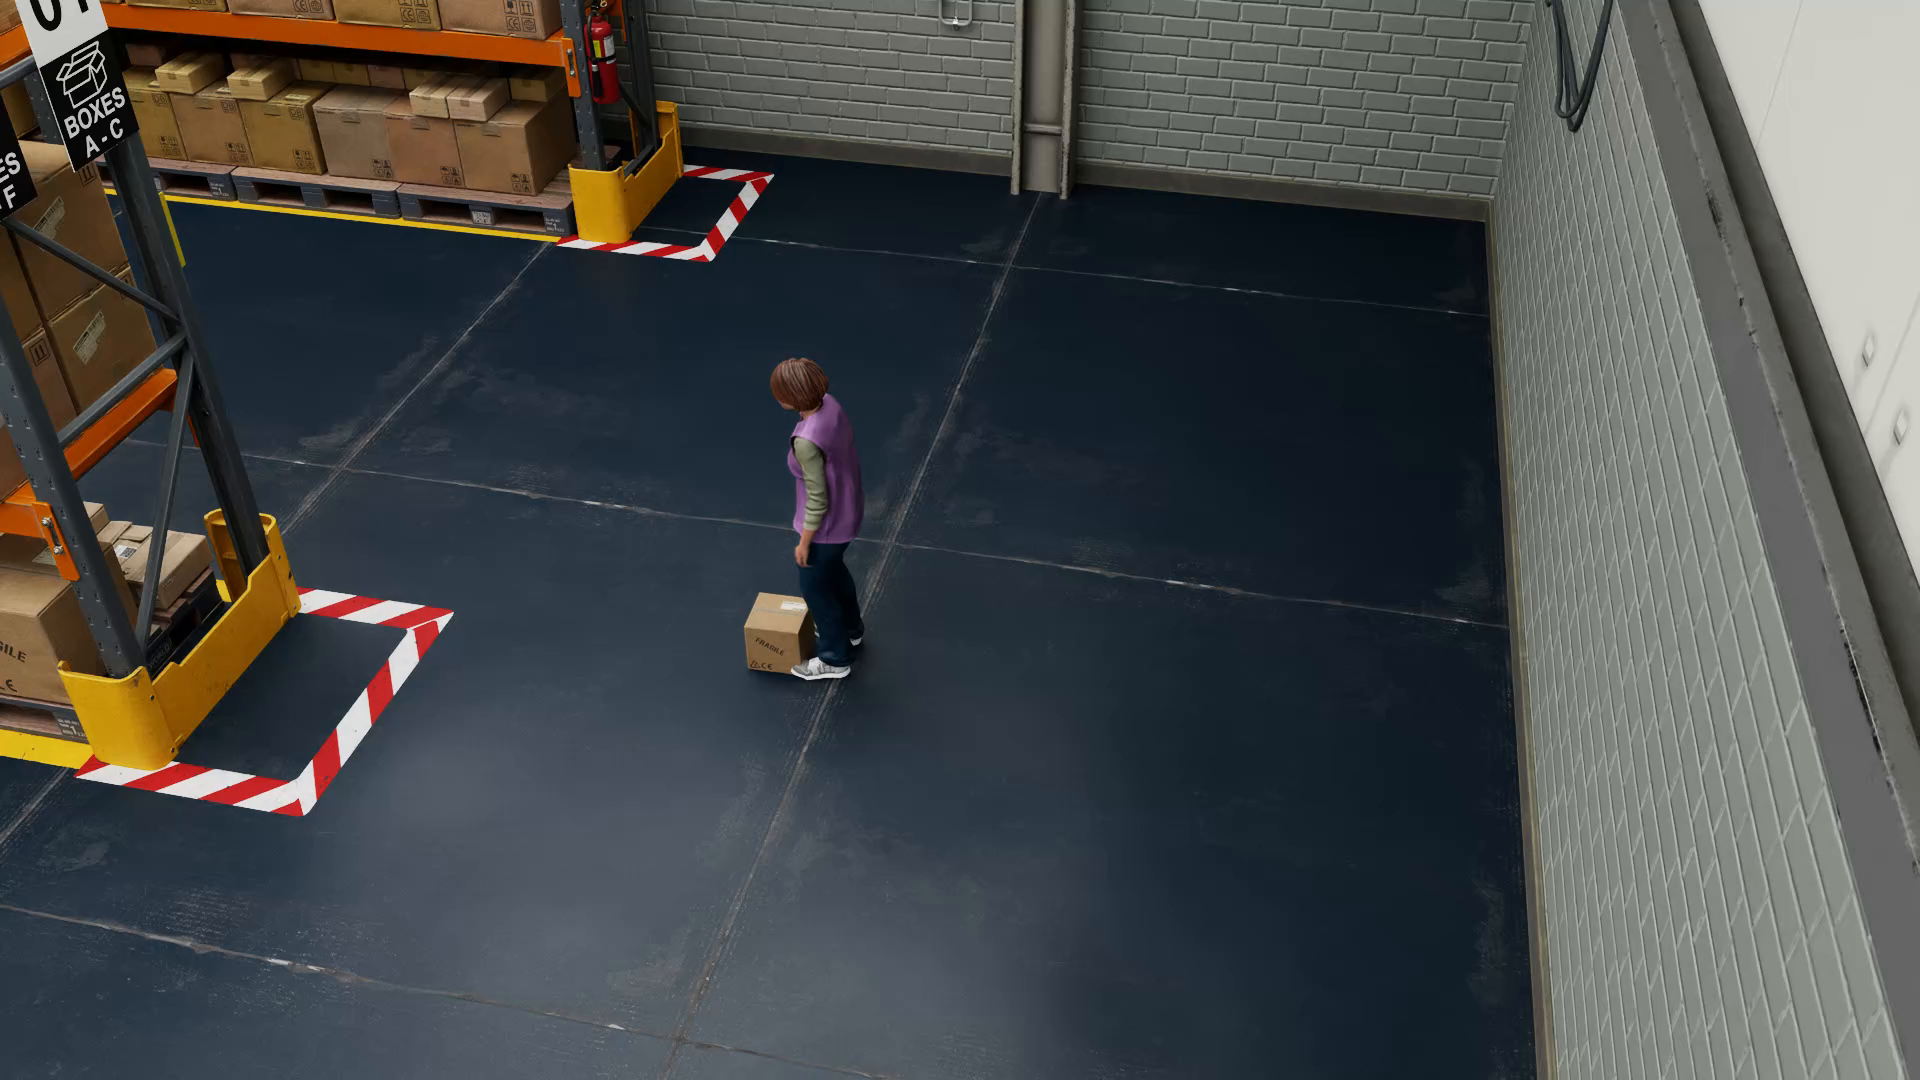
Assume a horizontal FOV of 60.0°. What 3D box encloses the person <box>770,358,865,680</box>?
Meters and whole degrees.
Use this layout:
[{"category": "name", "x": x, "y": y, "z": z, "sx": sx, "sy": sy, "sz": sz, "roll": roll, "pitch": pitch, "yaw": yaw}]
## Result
[{"category": "person", "x": -0.581, "y": -0.084, "z": 7.081, "sx": 0.340, "sy": 1.594, "sz": 0.483, "roll": 6, "pitch": 37, "yaw": 8}]
